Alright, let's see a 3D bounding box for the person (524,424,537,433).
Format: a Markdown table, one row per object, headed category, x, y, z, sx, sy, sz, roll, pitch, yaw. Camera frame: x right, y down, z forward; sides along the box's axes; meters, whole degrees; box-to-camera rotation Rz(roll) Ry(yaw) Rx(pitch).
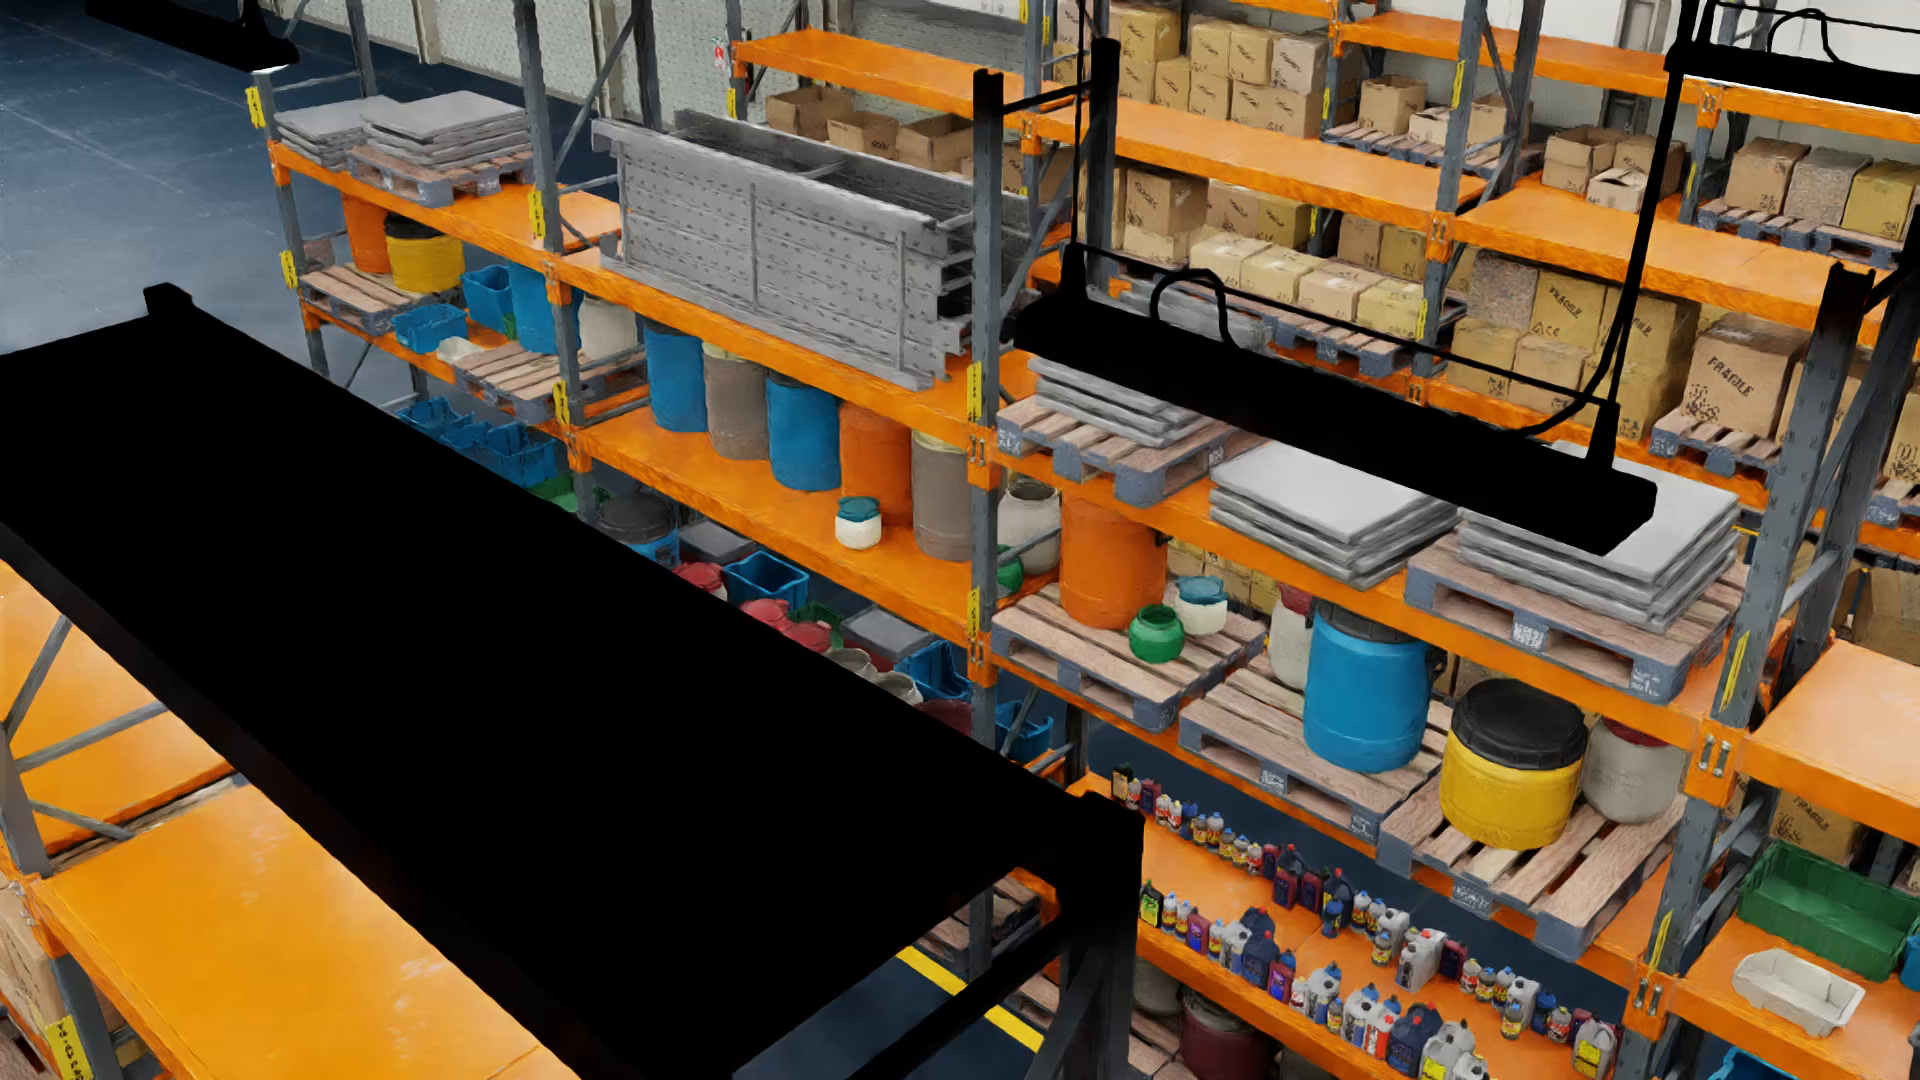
| category | x | y | z | sx | sy | sz | roll | pitch | yaw |
| --- | --- | --- | --- | --- | --- | --- | --- | --- | --- |
| person | -4.748 | -2.023 | 18.017 | 0.534 | 1.779 | 0.727 | 2 | 29 | 4 |
